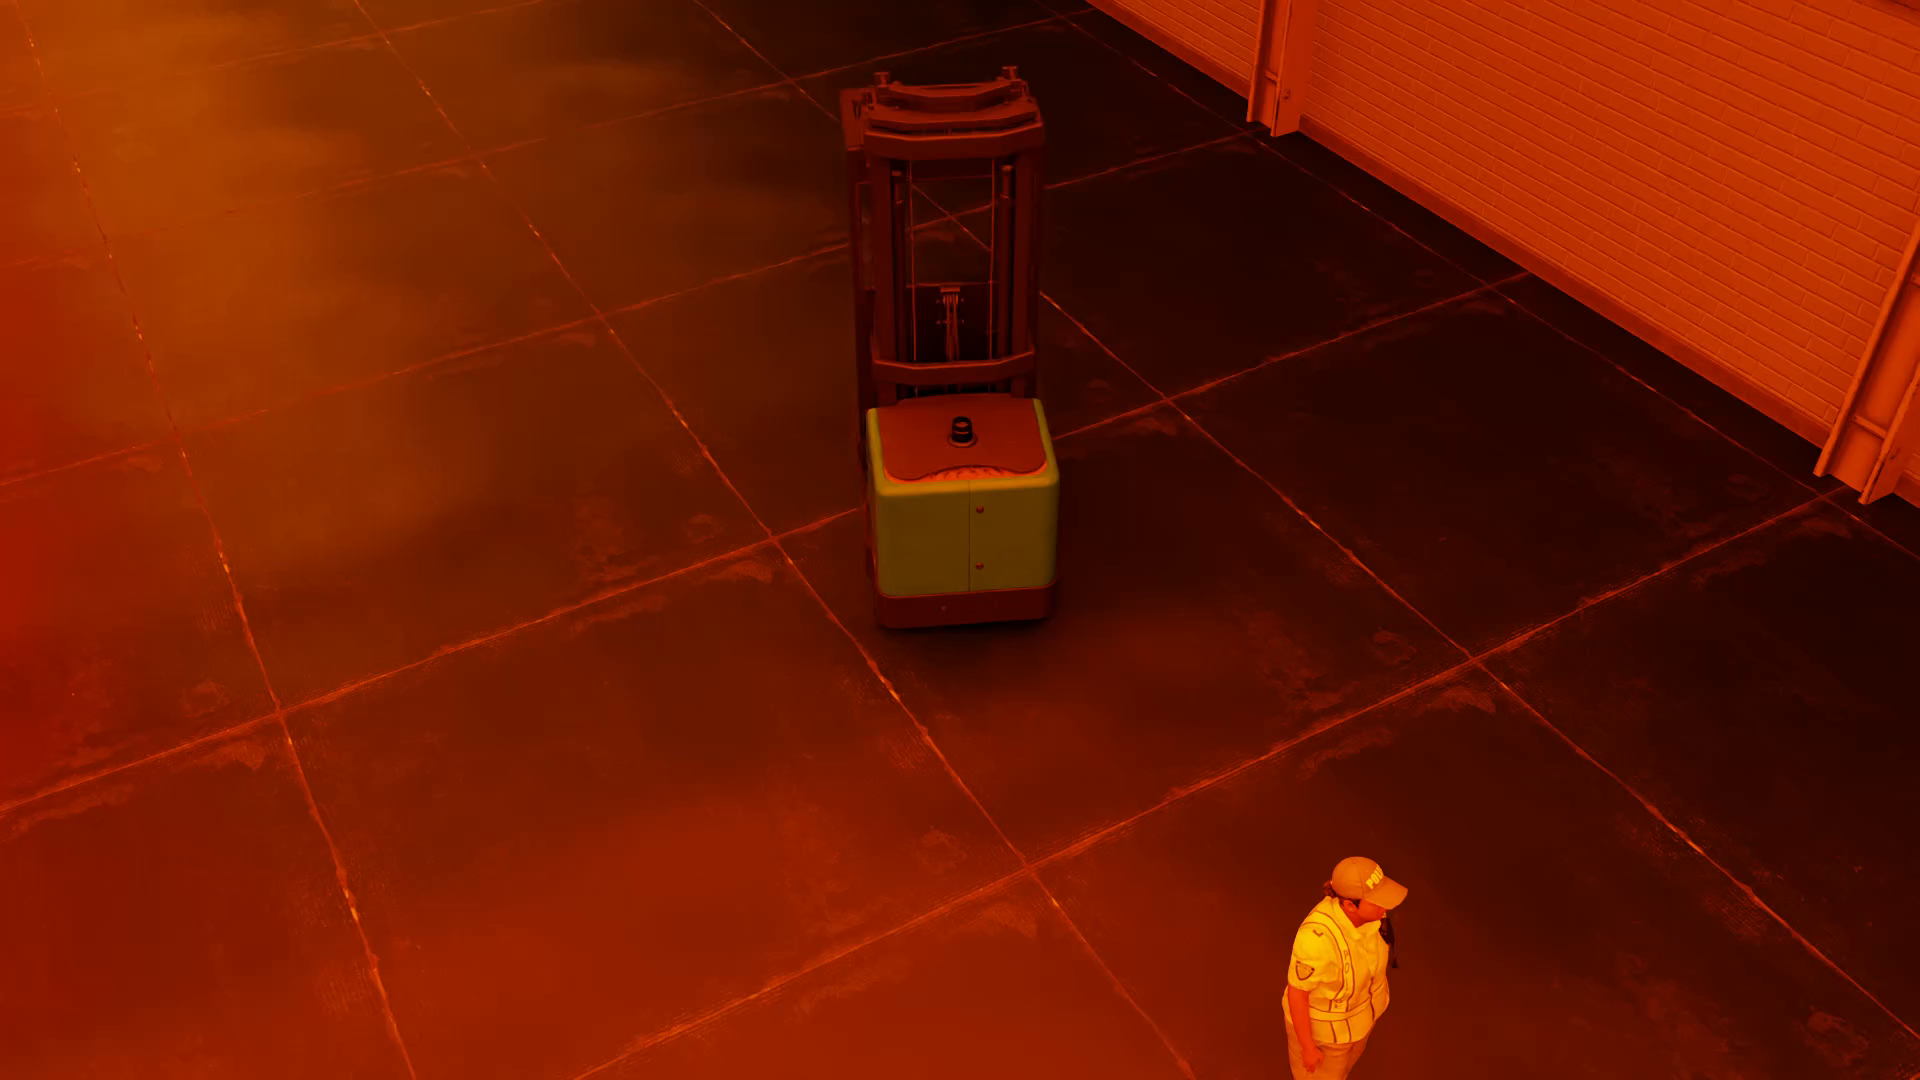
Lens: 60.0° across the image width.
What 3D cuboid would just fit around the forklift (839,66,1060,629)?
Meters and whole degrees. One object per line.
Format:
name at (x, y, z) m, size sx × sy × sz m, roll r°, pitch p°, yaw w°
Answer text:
forklift at (-0.109, -1.549, 9.904) m, size 1.130 × 2.935 × 3.031 m, roll -4°, pitch 40°, yaw -5°

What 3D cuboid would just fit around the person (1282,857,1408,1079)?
person at (1.560, 1.941, 6.675) m, size 0.529 × 1.670 × 0.598 m, roll 31°, pitch 49°, yaw 32°
